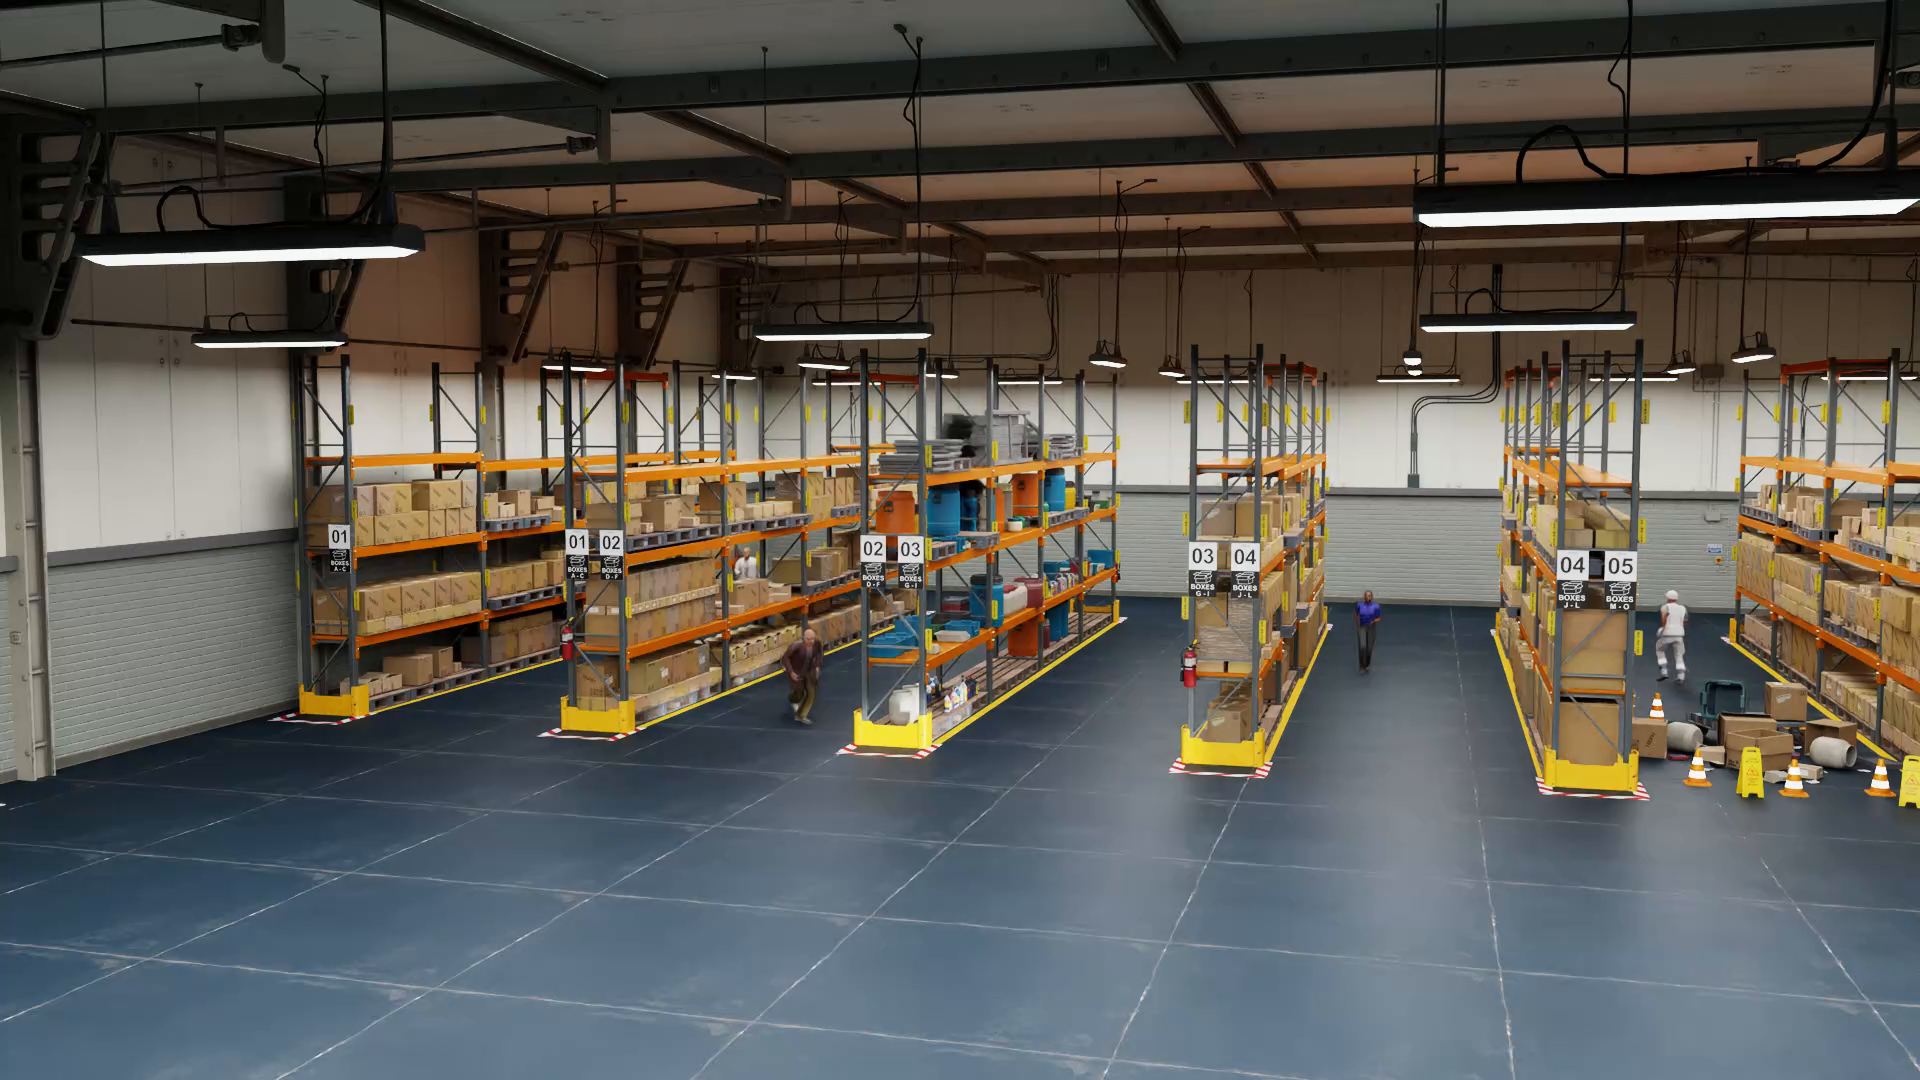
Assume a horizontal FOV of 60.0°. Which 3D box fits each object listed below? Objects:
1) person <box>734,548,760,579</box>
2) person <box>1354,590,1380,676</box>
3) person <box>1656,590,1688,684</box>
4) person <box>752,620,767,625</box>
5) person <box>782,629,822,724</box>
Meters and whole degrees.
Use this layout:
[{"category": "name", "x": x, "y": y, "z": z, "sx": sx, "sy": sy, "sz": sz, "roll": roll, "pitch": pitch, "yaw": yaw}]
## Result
[{"category": "person", "x": -5.186, "y": 1.074, "z": 40.671, "sx": 0.664, "sy": 1.780, "sz": 0.849, "roll": 1, "pitch": 4, "yaw": 16}, {"category": "person", "x": 7.878, "y": 1.788, "z": 32.155, "sx": 0.467, "sy": 1.670, "sz": 0.804, "roll": 1, "pitch": 4, "yaw": 8}, {"category": "person", "x": 13.242, "y": 1.806, "z": 30.909, "sx": 0.619, "sy": 1.723, "sz": 0.972, "roll": 0, "pitch": 4, "yaw": 5}, {"category": "person", "x": -4.485, "y": 1.528, "z": 36.791, "sx": 0.507, "sy": 1.435, "sz": 0.796, "roll": 0, "pitch": 4, "yaw": 3}, {"category": "person", "x": -2.623, "y": 2.196, "z": 27.135, "sx": 0.718, "sy": 1.580, "sz": 1.068, "roll": -2, "pitch": 5, "yaw": -28}]
